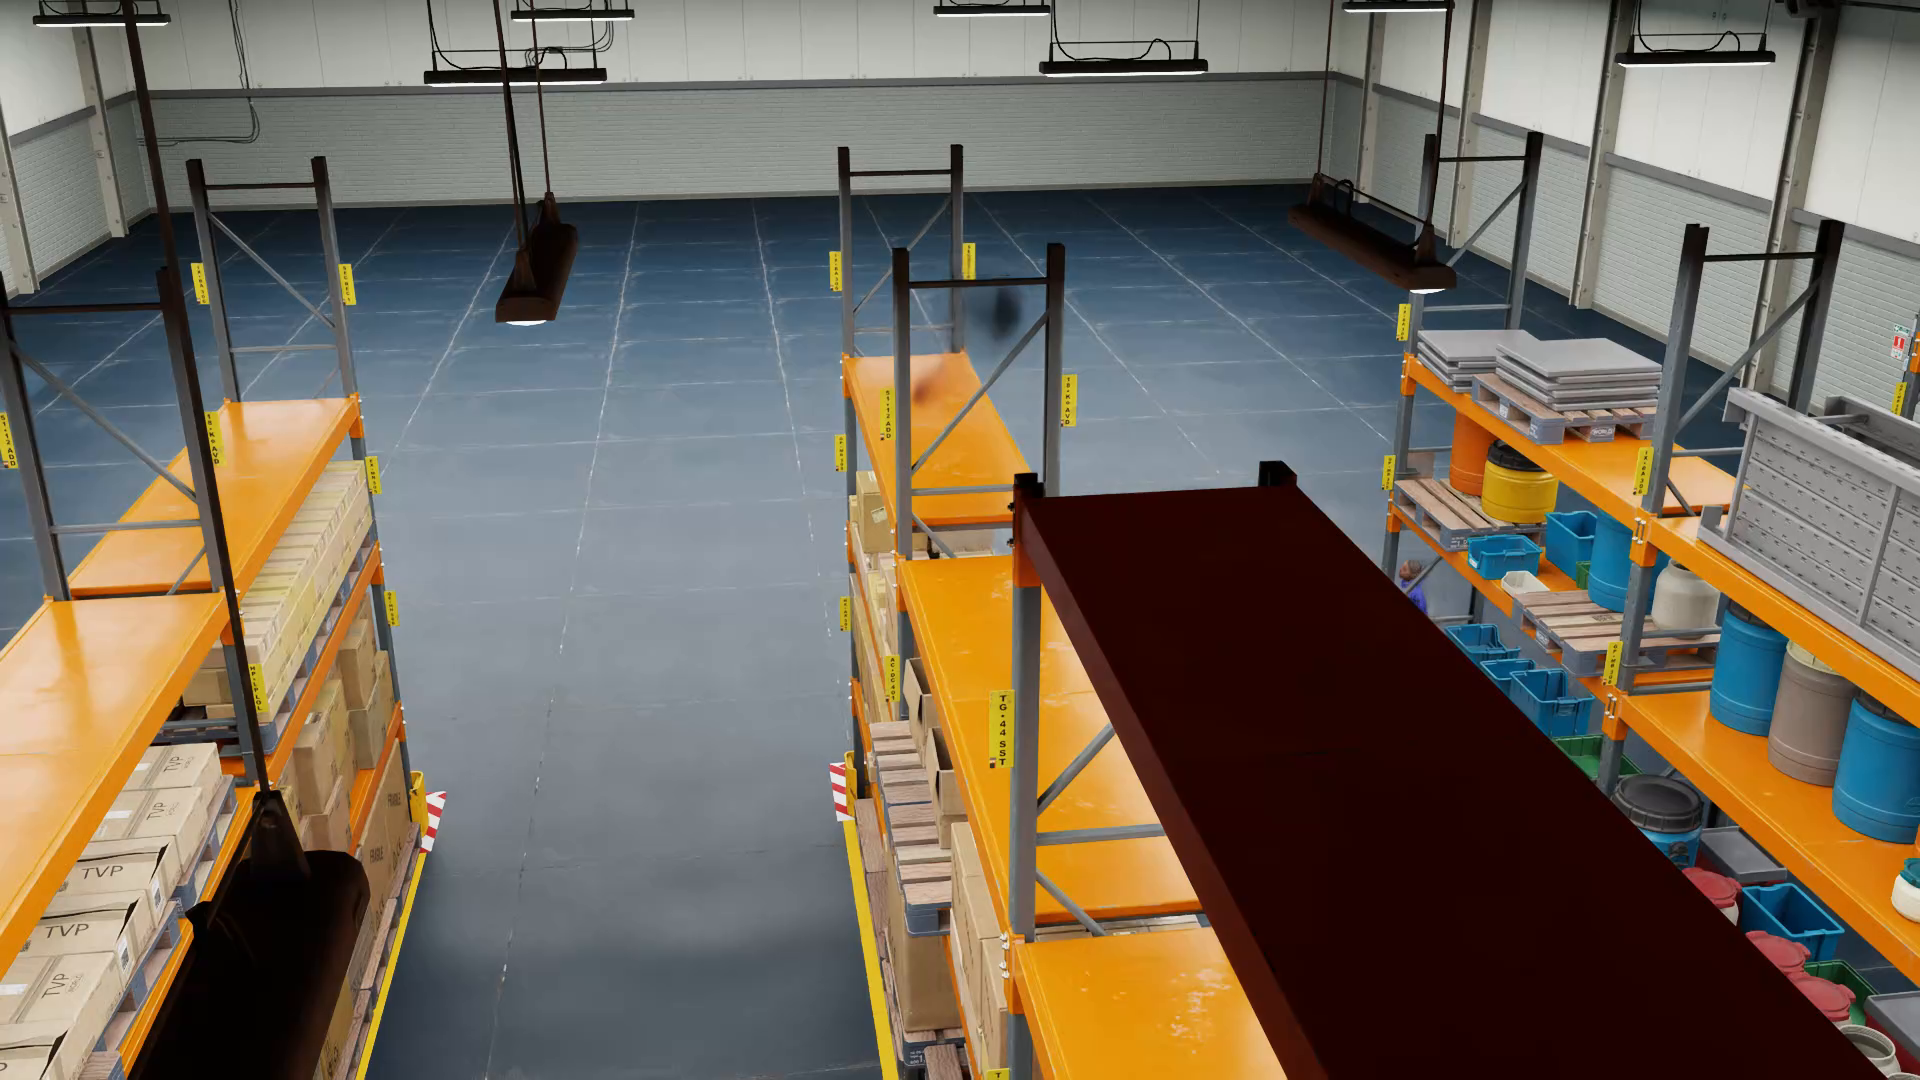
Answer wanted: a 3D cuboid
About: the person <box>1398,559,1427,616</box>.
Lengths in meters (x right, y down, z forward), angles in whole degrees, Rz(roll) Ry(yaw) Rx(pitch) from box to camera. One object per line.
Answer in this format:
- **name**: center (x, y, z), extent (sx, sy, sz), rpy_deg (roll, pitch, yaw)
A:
- **person**: center (4.590, 0.963, 17.102), extent (0.512, 1.609, 0.615), rpy_deg (4, 22, 9)
